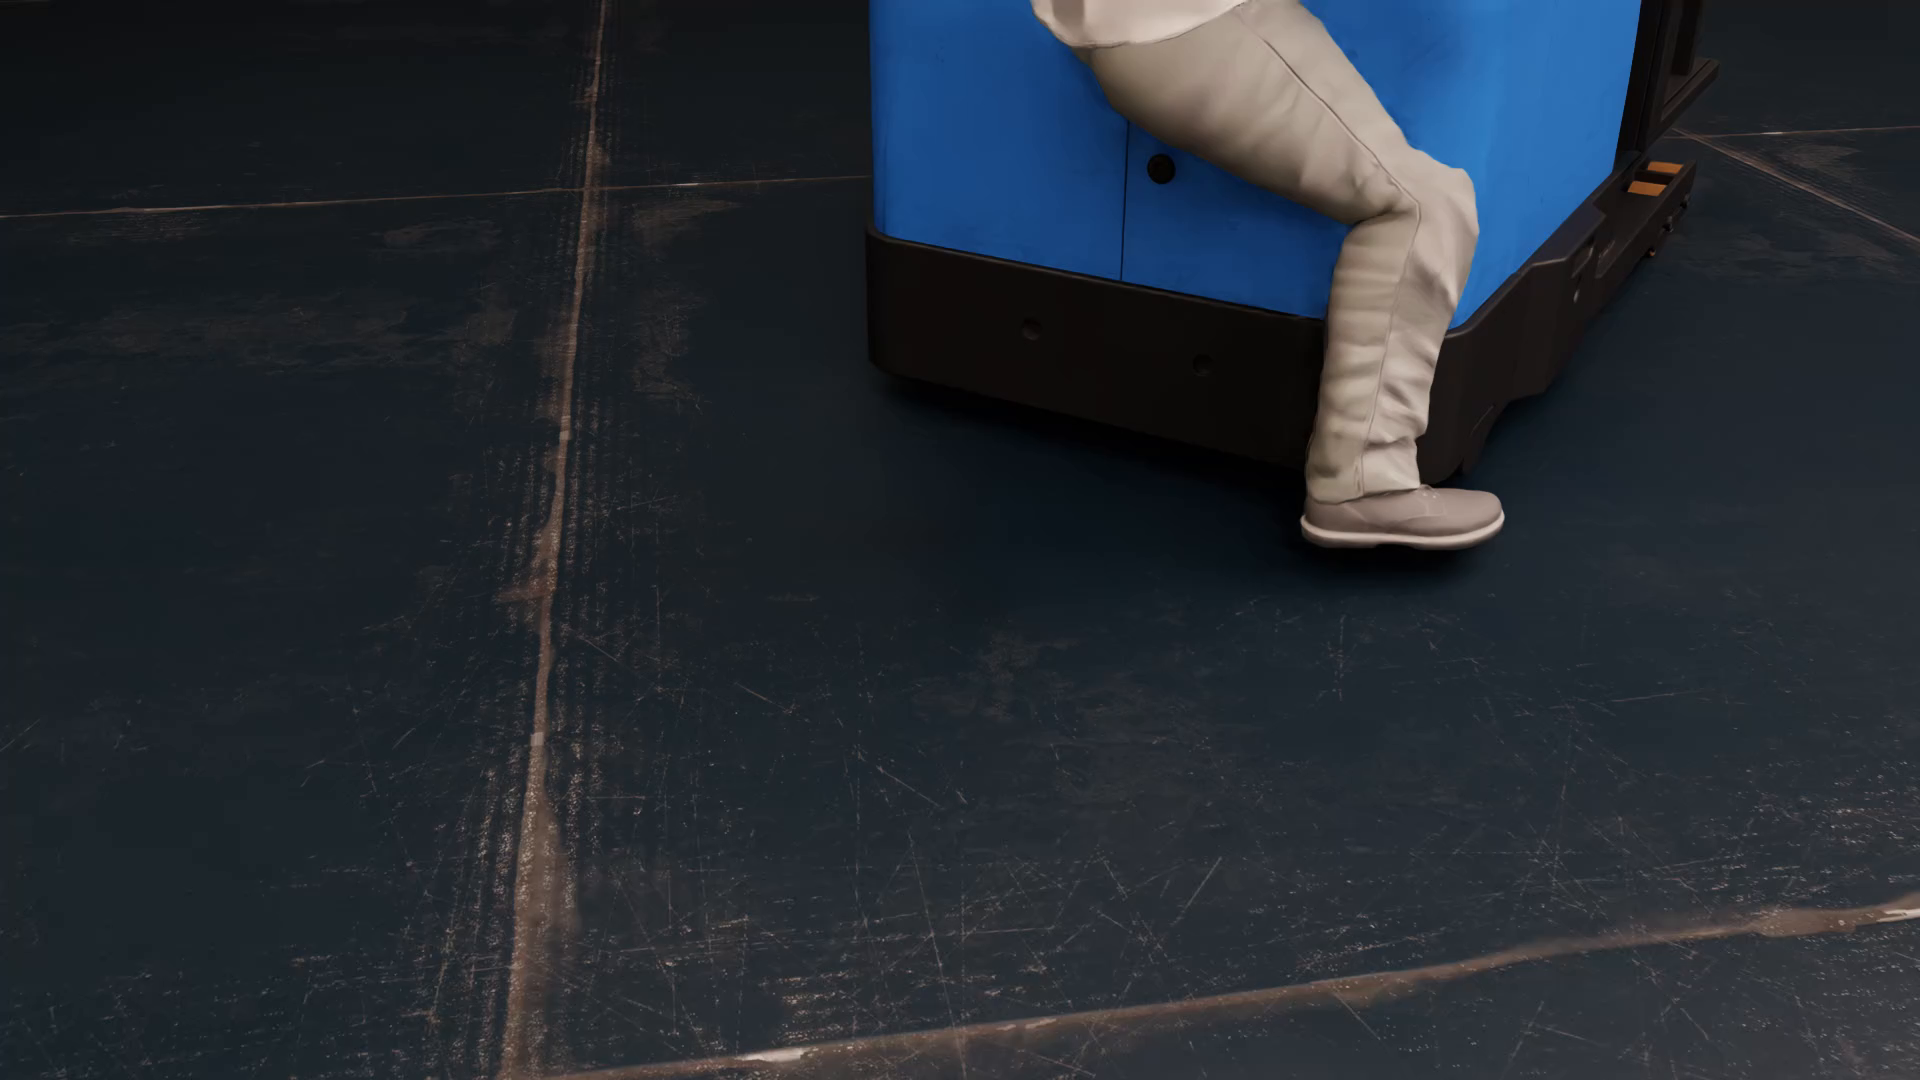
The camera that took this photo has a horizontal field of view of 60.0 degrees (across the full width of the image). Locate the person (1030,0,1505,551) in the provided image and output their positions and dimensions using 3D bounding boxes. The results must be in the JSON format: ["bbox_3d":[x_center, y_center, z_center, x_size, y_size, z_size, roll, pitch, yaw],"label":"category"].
[{"bbox_3d":[0.505,-0.810,2.370,0.744,1.468,0.850,-7,29,-13],"label":"person"}]

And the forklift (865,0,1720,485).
[{"bbox_3d":[1.034,-2.022,3.183,1.130,2.935,3.031,16,32,27],"label":"forklift"}]
